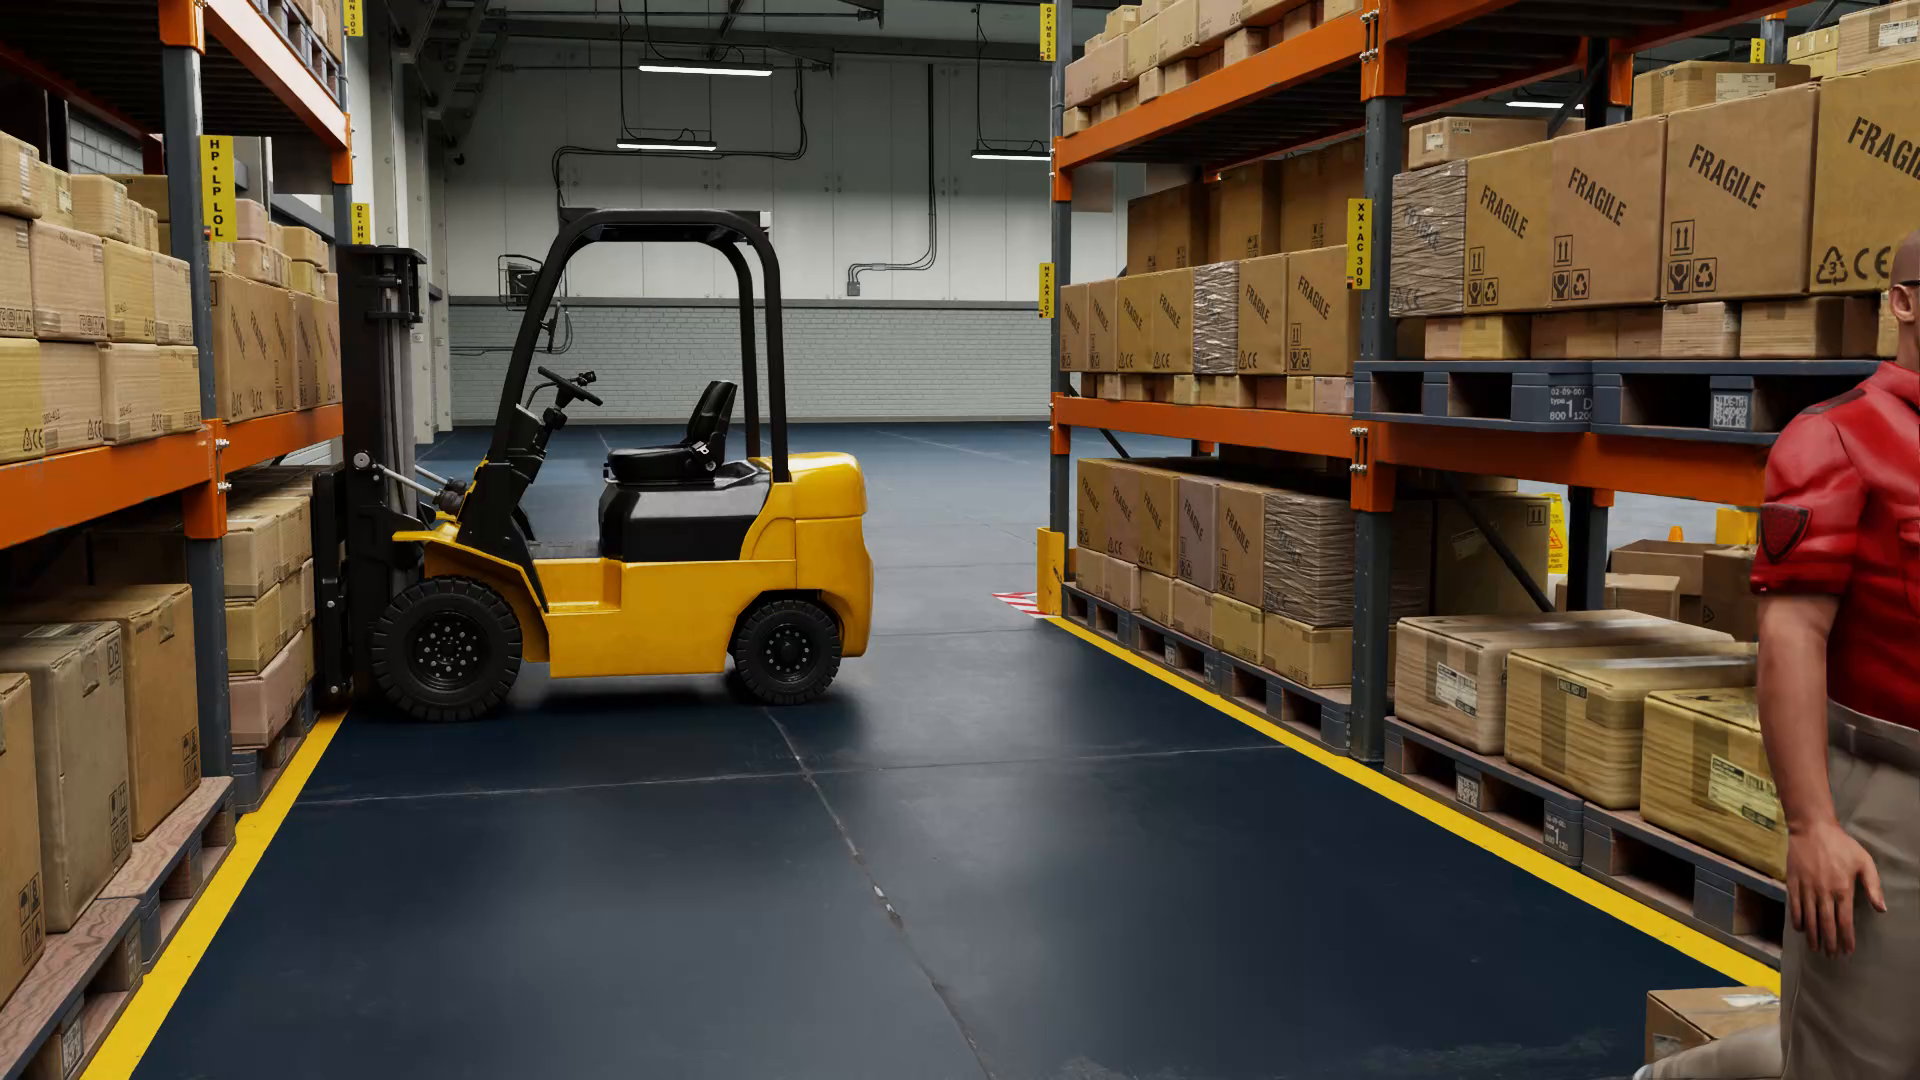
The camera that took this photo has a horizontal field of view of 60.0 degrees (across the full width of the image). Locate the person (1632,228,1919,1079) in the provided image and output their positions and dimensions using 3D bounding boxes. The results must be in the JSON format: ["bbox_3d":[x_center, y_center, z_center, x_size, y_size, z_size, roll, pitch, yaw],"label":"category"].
[{"bbox_3d":[1.376,0.384,2.388,0.546,1.685,0.881,-1,6,-10],"label":"person"}]
